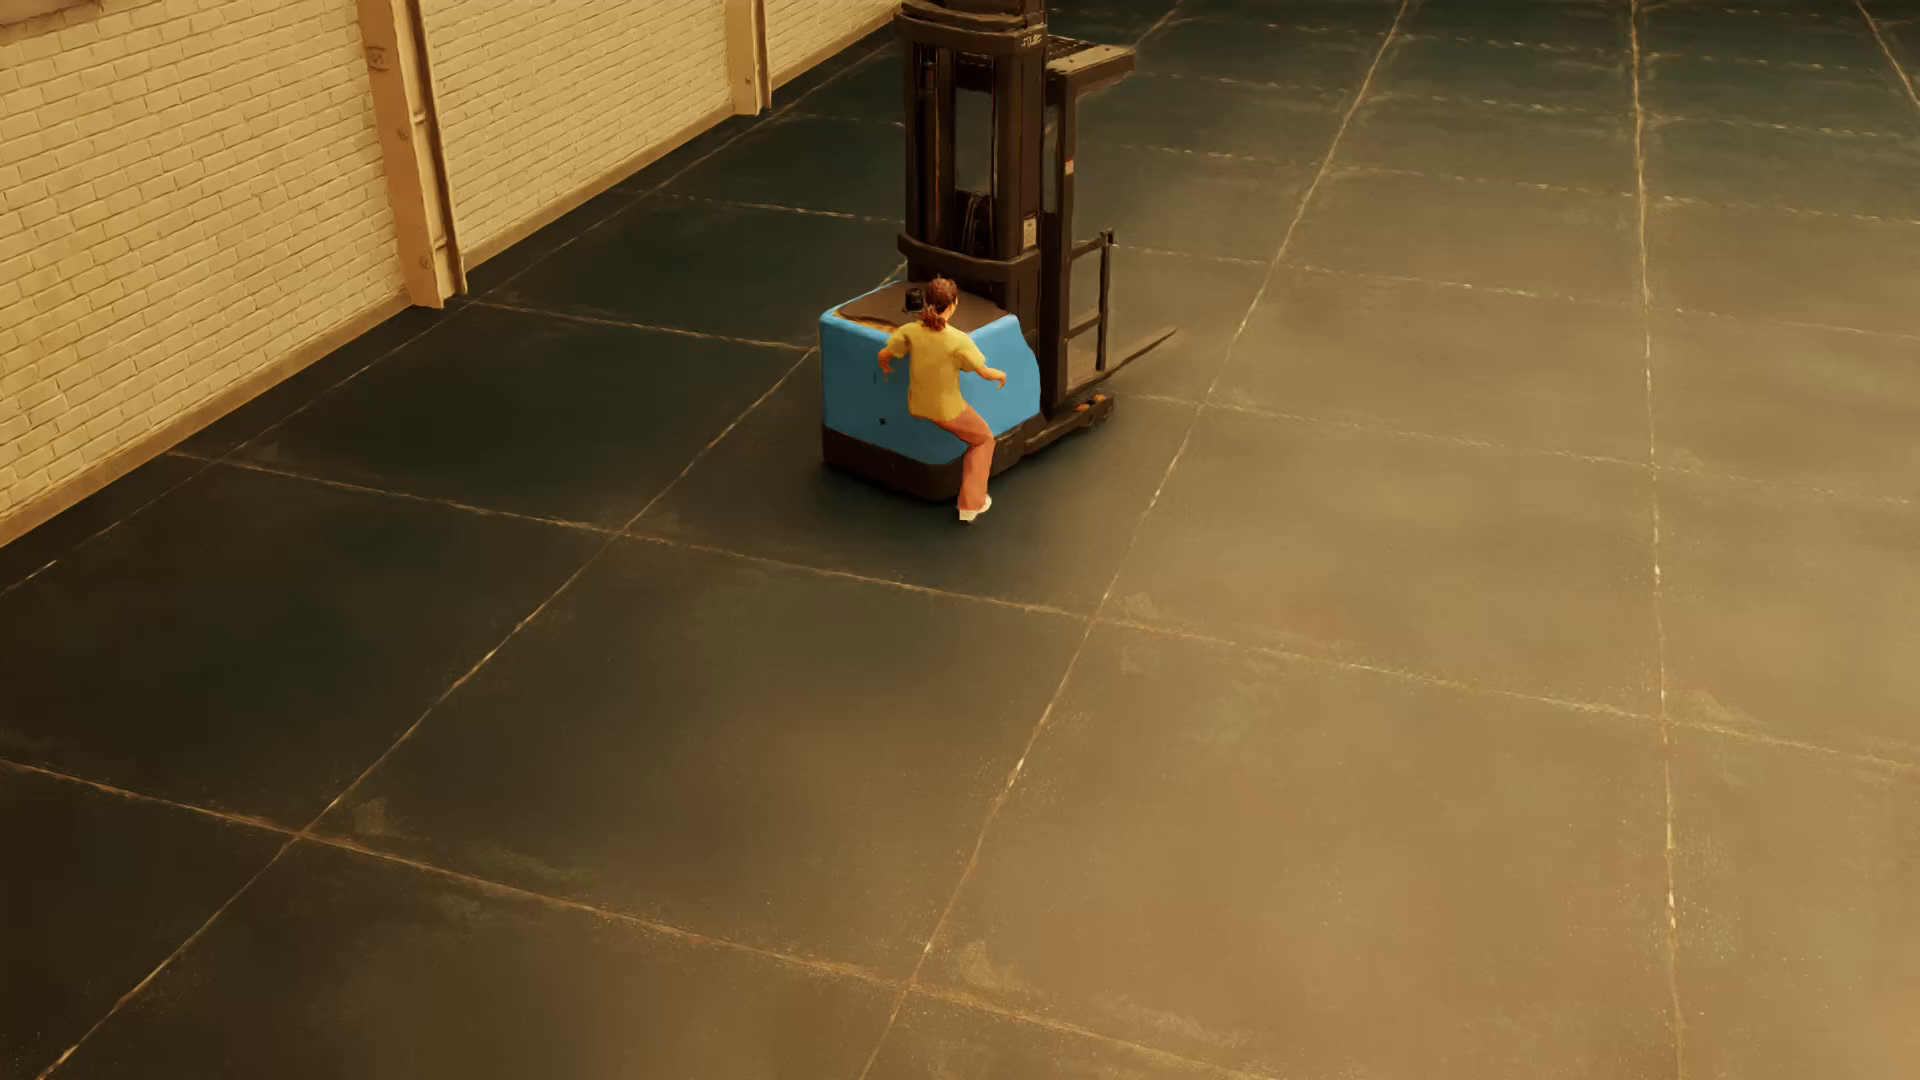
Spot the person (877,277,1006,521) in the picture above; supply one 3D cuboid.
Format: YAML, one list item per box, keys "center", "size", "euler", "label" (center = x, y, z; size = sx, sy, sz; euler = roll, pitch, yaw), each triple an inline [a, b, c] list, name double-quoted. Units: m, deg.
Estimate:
- center: [-0.126, -0.904, 10.119]
  size: [0.761, 1.548, 0.593]
  euler: [12, 32, 20]
  label: "person"

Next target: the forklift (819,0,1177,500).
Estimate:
- center: [0.415, -2.183, 10.966]
  size: [1.130, 2.935, 3.031]
  euler: [22, 36, 33]
  label: "forklift"
